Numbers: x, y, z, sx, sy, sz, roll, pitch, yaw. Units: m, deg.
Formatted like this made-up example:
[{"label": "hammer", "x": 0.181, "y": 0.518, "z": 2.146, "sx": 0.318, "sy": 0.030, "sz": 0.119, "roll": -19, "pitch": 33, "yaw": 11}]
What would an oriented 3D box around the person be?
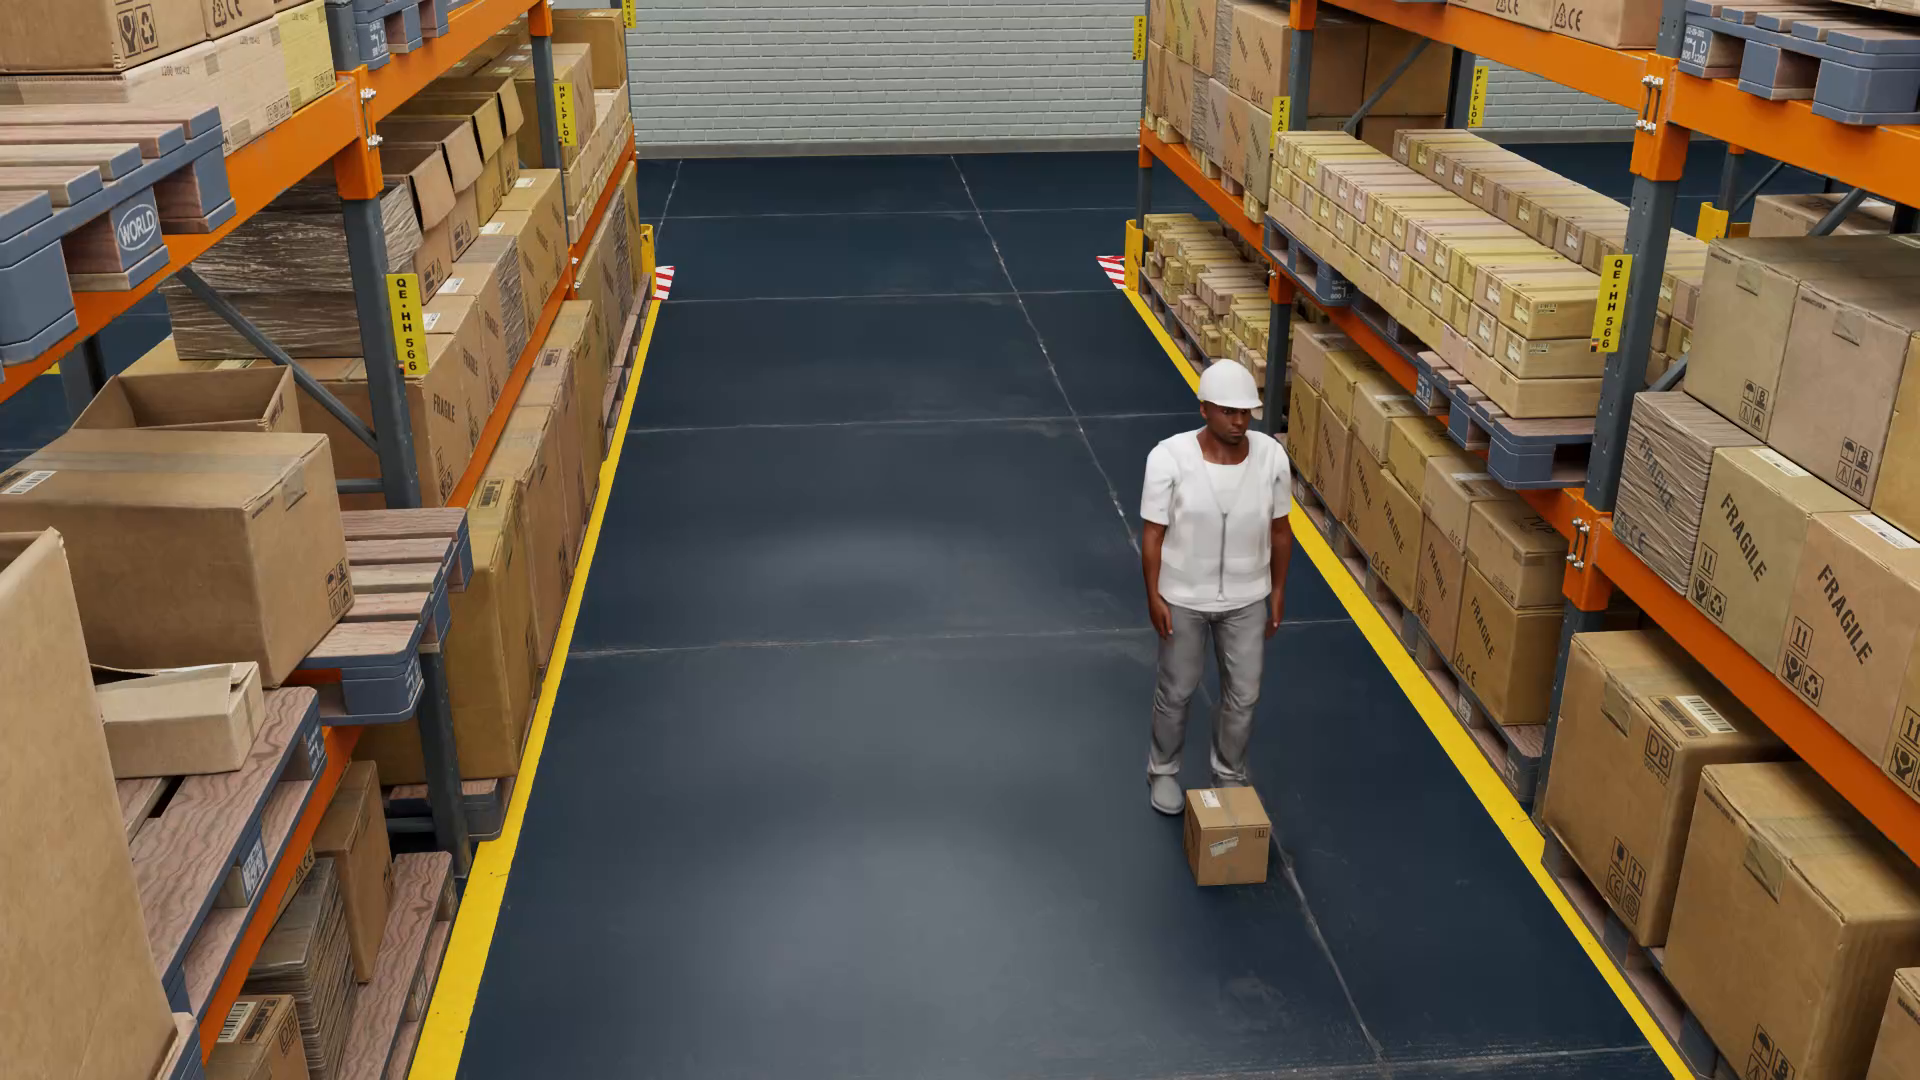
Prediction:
[{"label": "person", "x": 0.941, "y": 0.204, "z": 6.119, "sx": 0.563, "sy": 1.765, "sz": 0.398, "roll": -2, "pitch": 24, "yaw": -4}]
